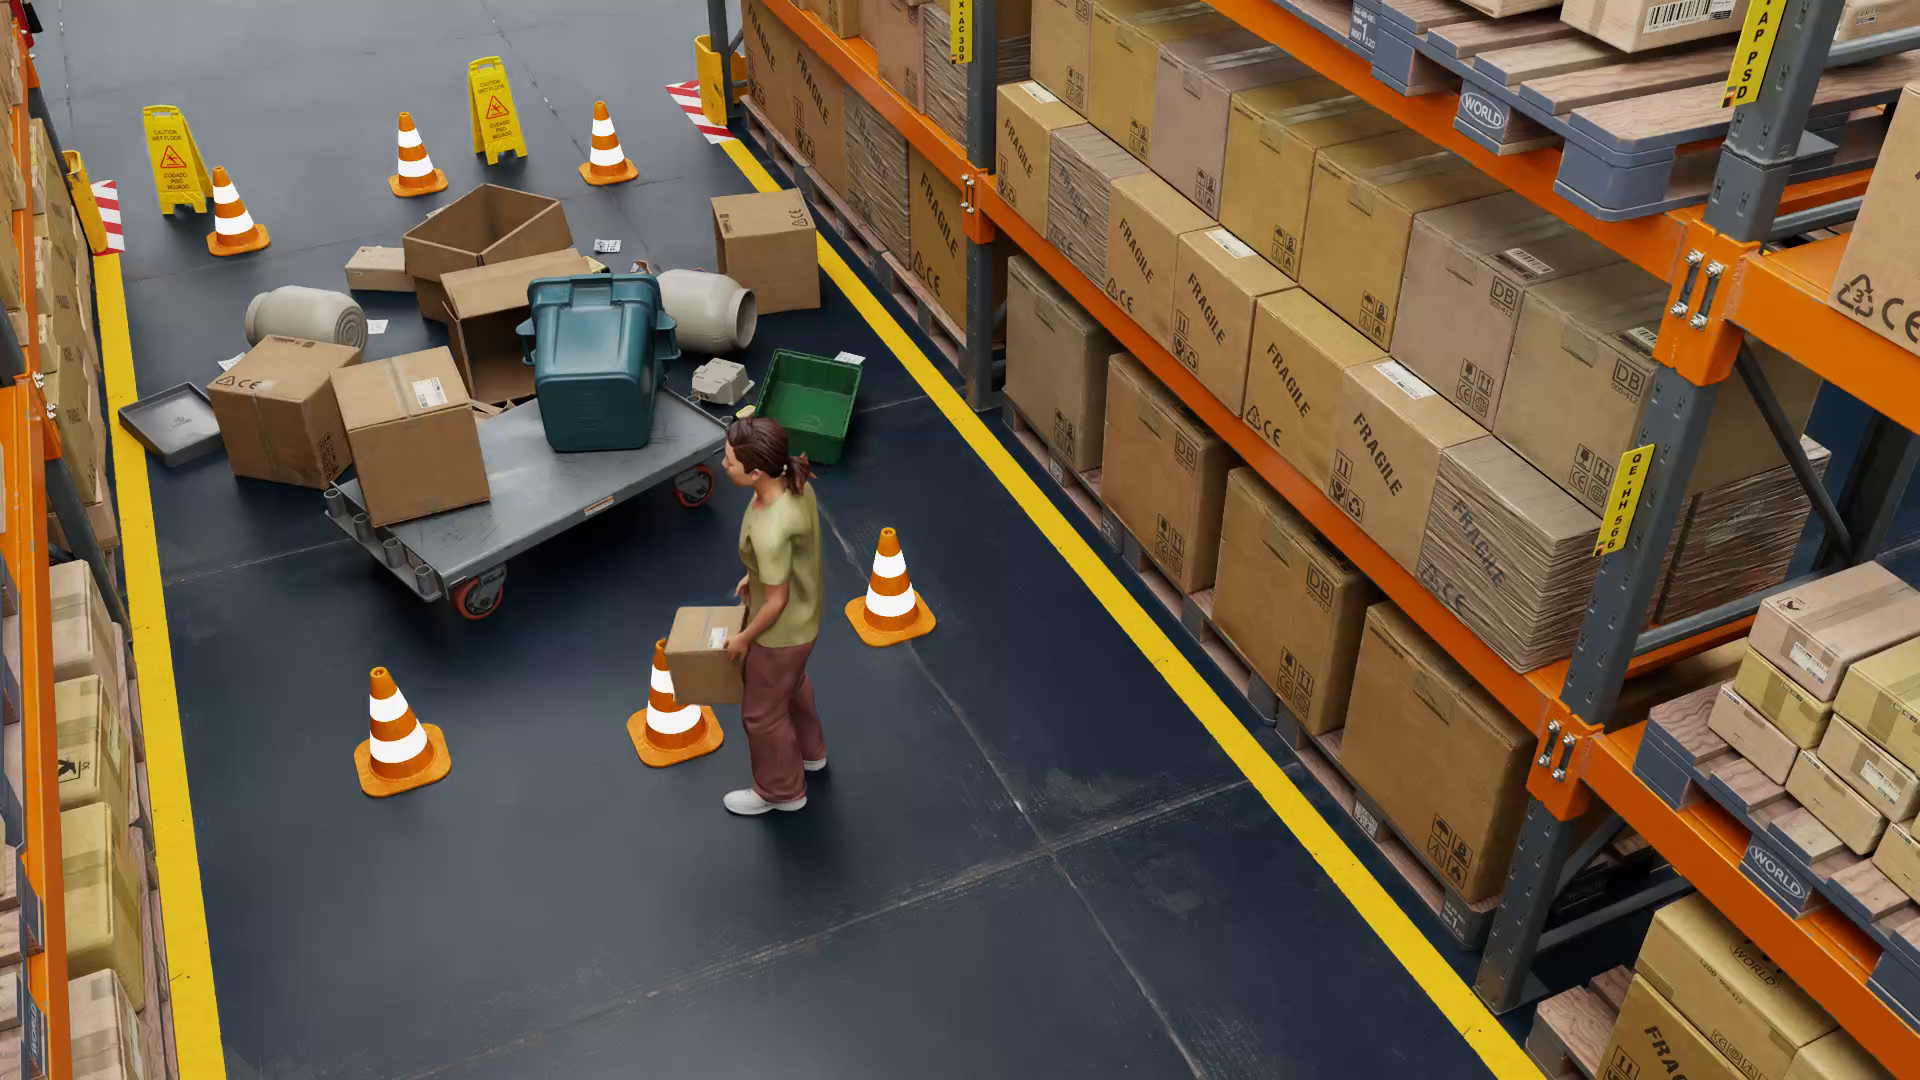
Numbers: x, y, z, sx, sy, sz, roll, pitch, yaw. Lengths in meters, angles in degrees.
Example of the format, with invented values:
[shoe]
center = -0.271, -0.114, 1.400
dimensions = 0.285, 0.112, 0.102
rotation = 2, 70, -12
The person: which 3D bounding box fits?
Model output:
[person]
center = -0.671, 0.278, 5.785
dimensions = 0.414, 1.676, 0.477
rotation = 2, 37, 2
